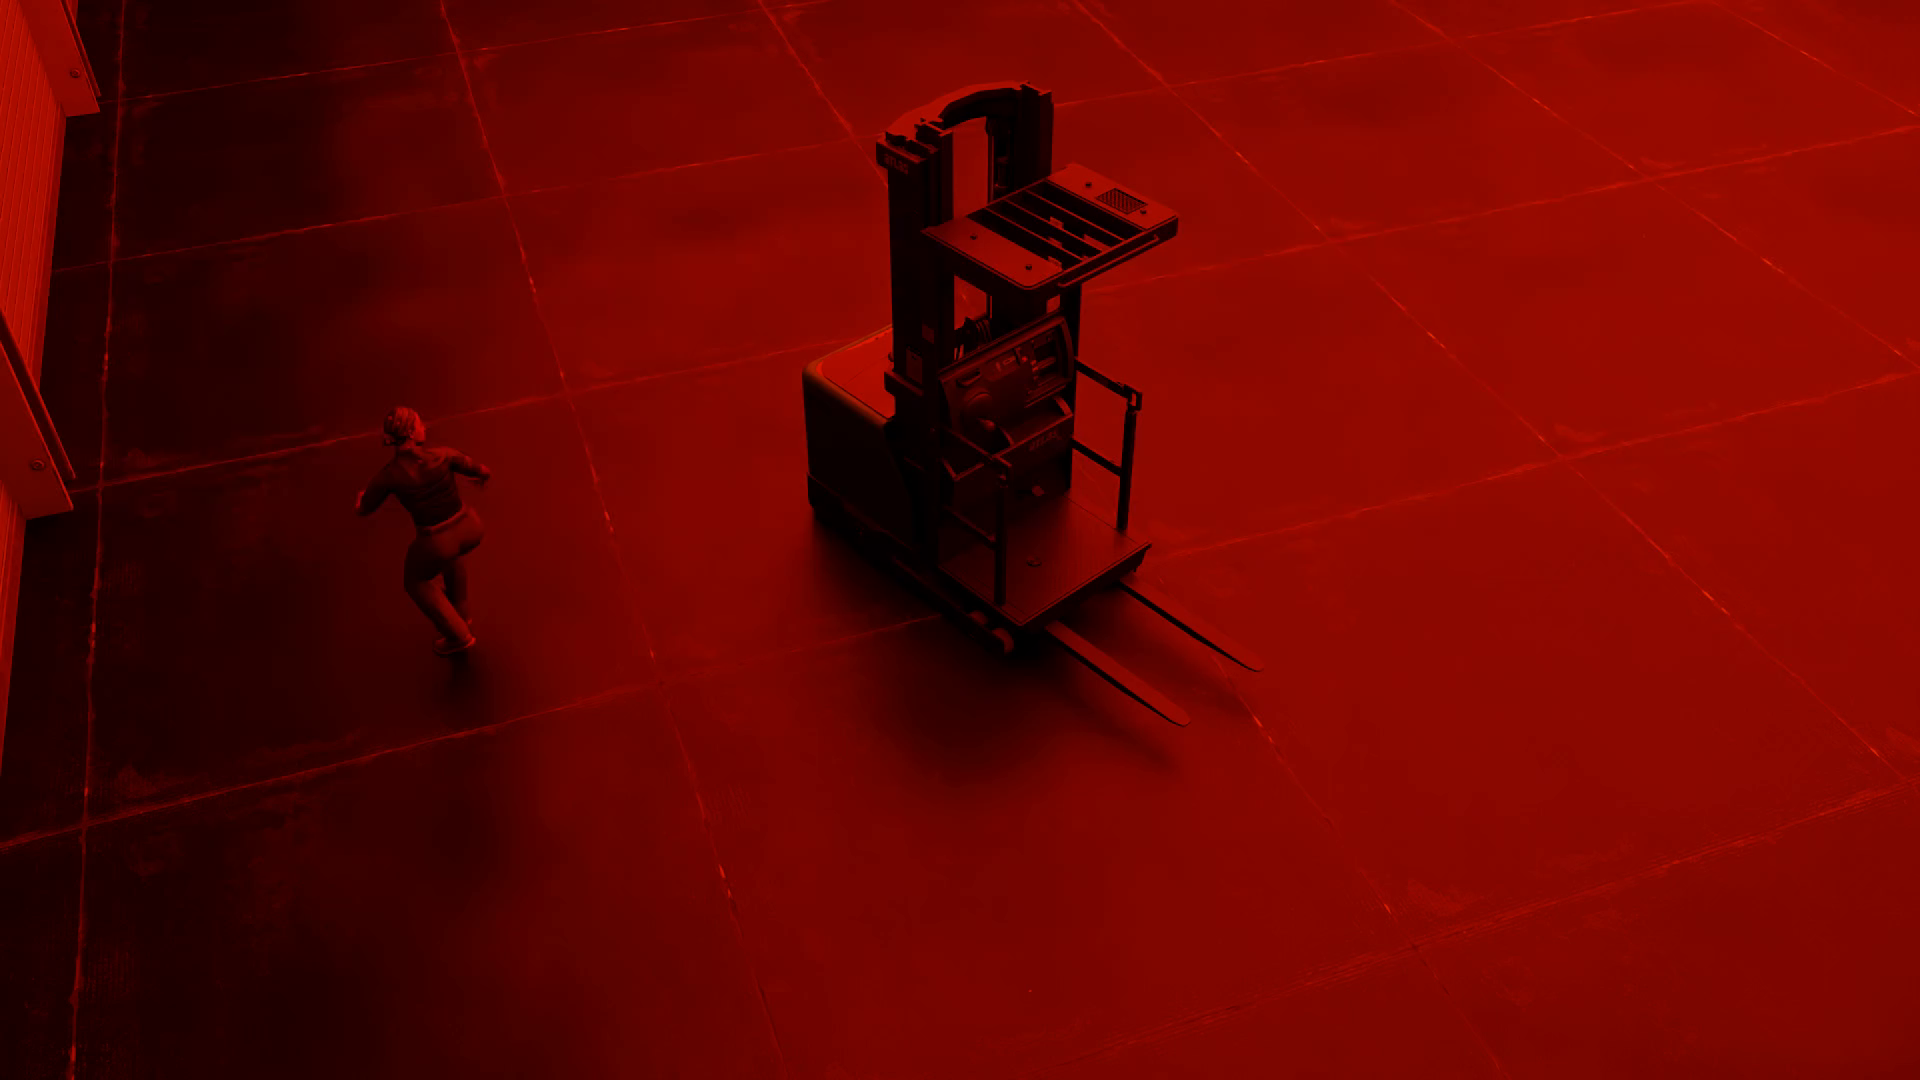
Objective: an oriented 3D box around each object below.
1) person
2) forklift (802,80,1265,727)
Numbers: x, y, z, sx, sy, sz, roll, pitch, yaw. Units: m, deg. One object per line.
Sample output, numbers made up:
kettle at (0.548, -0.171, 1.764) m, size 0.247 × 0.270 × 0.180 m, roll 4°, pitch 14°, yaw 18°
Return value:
person at (-2.937, -0.117, 9.202) m, size 0.741 × 1.558 × 0.704 m, roll -31°, pitch 49°, yaw -31°
forklift at (0.409, -0.833, 8.988) m, size 1.130 × 2.935 × 3.031 m, roll -30°, pitch 49°, yaw -31°
